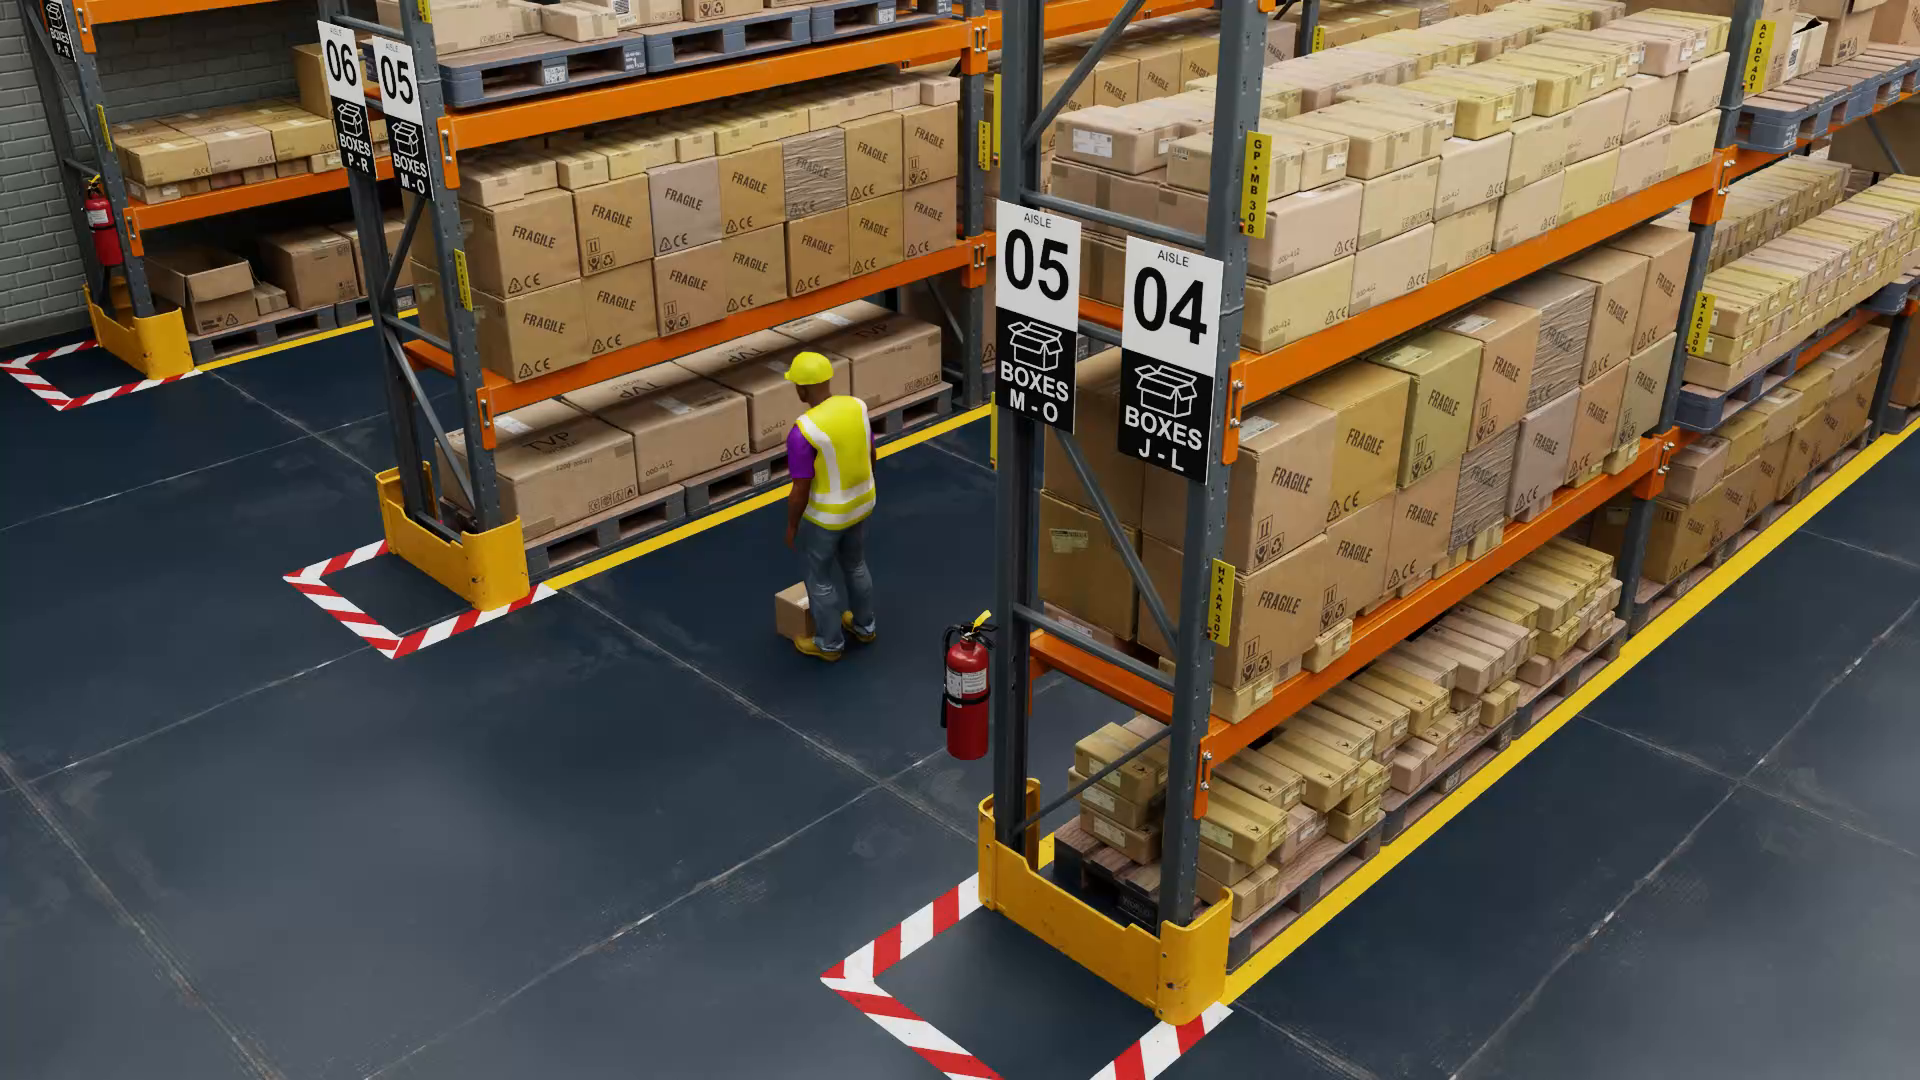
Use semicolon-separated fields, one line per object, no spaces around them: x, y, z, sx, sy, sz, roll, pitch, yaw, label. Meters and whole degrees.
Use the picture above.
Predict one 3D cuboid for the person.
-0.703;-0.176;8.943;0.462;1.755;0.632;22;35;36;person
